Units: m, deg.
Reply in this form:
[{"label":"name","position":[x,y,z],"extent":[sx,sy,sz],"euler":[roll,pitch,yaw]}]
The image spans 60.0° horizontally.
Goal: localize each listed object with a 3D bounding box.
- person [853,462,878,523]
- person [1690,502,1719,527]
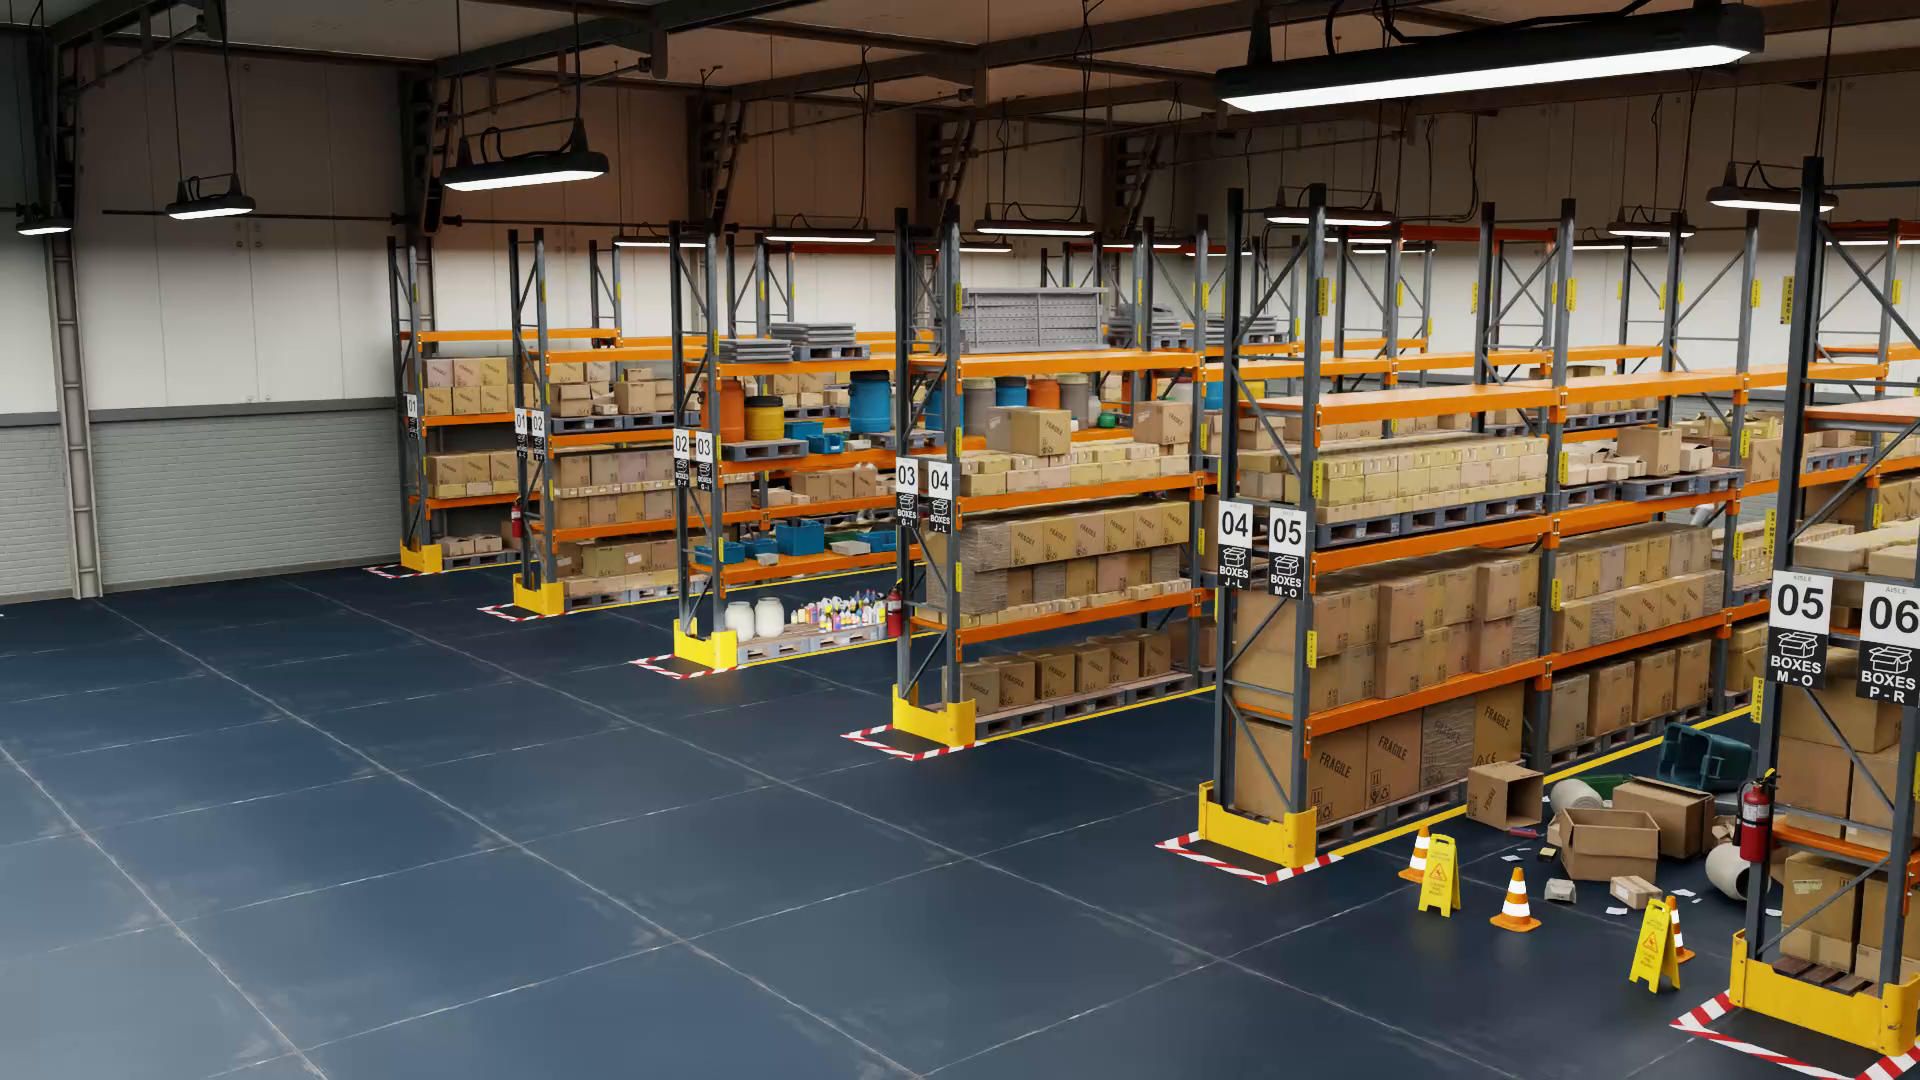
[{"label":"person","position":[-2.050,-0.990,34.377],"extent":[0.501,1.740,1.019],"euler":[8,12,43]},{"label":"person","position":[14.226,-0.599,31.860],"extent":[0.479,1.797,0.559],"euler":[1,9,8]}]
